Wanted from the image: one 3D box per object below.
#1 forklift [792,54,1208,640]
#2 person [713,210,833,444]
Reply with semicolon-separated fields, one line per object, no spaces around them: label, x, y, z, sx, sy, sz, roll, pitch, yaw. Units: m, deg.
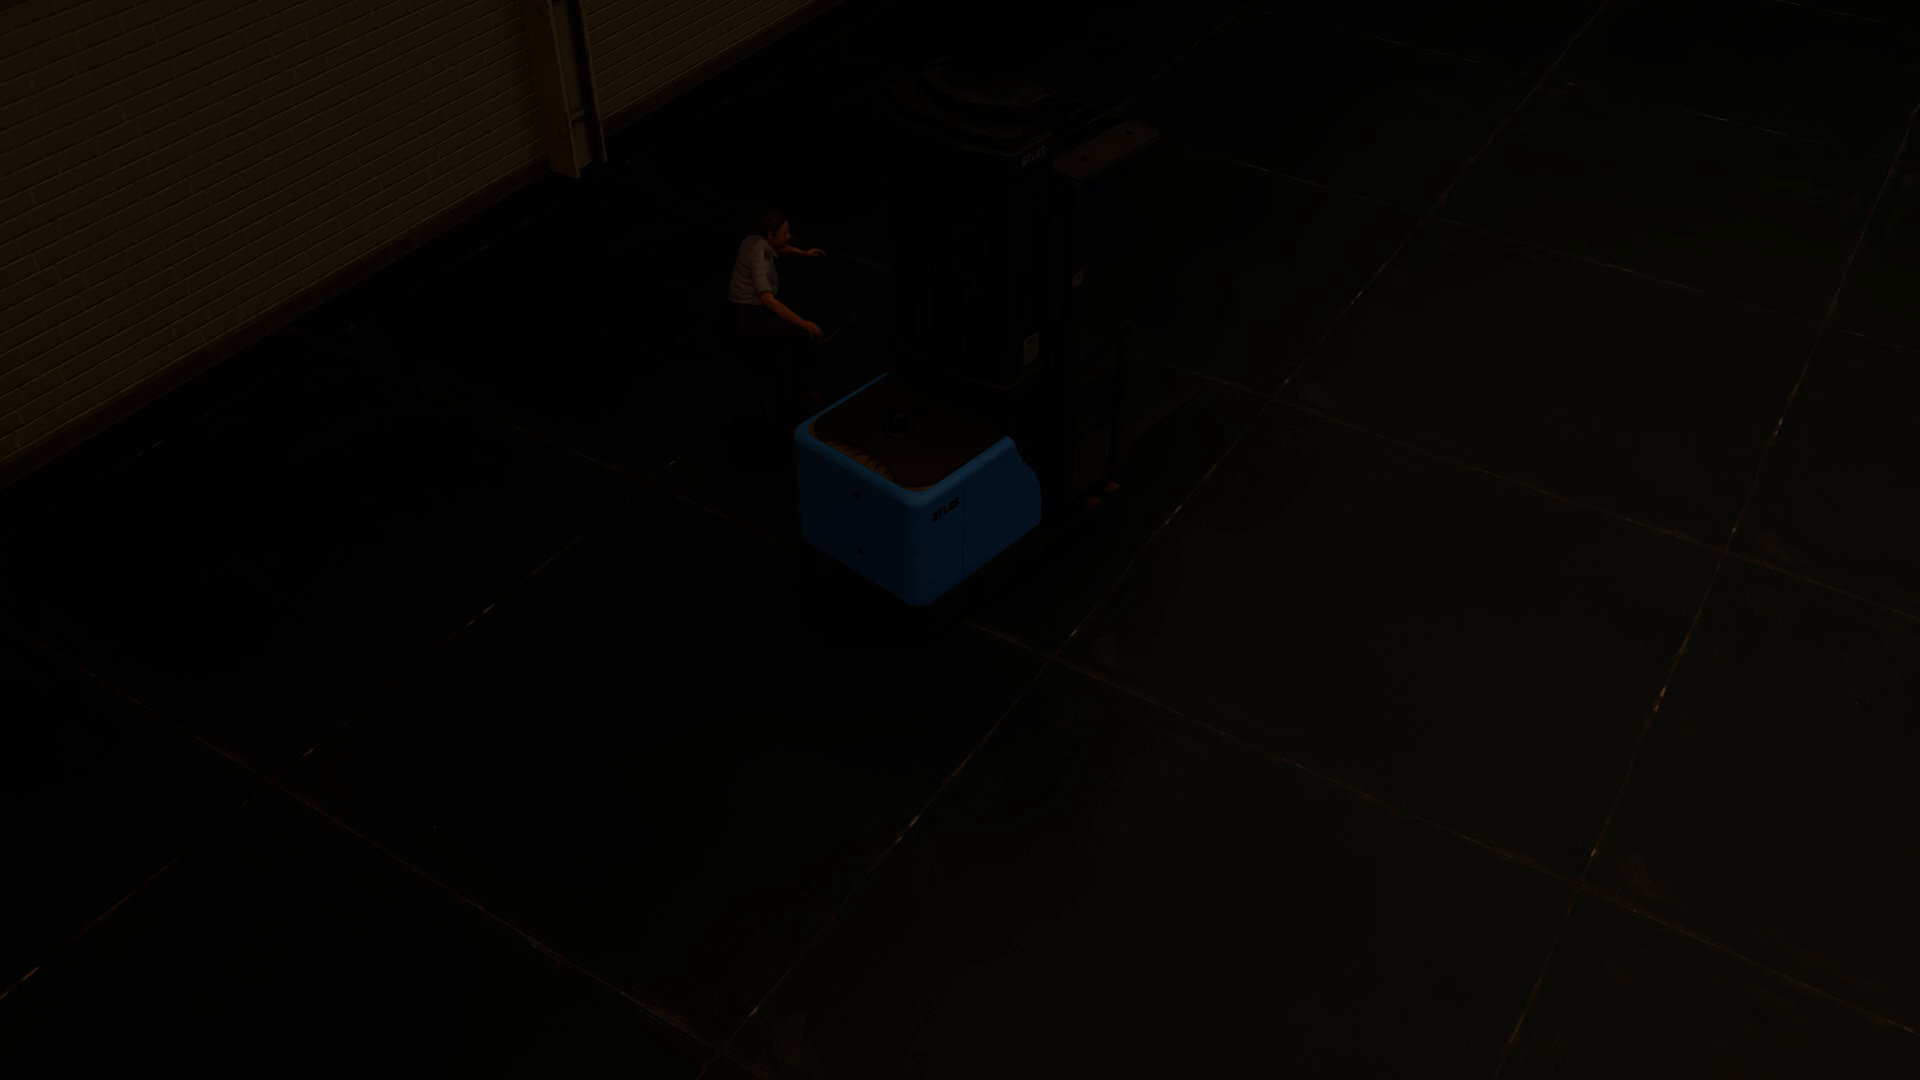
forklift;0.402;-1.422;9.645;1.130;2.935;3.031;30;49;31
person;-1.153;-1.438;10.848;0.856;1.424;0.916;-26;47;-27
